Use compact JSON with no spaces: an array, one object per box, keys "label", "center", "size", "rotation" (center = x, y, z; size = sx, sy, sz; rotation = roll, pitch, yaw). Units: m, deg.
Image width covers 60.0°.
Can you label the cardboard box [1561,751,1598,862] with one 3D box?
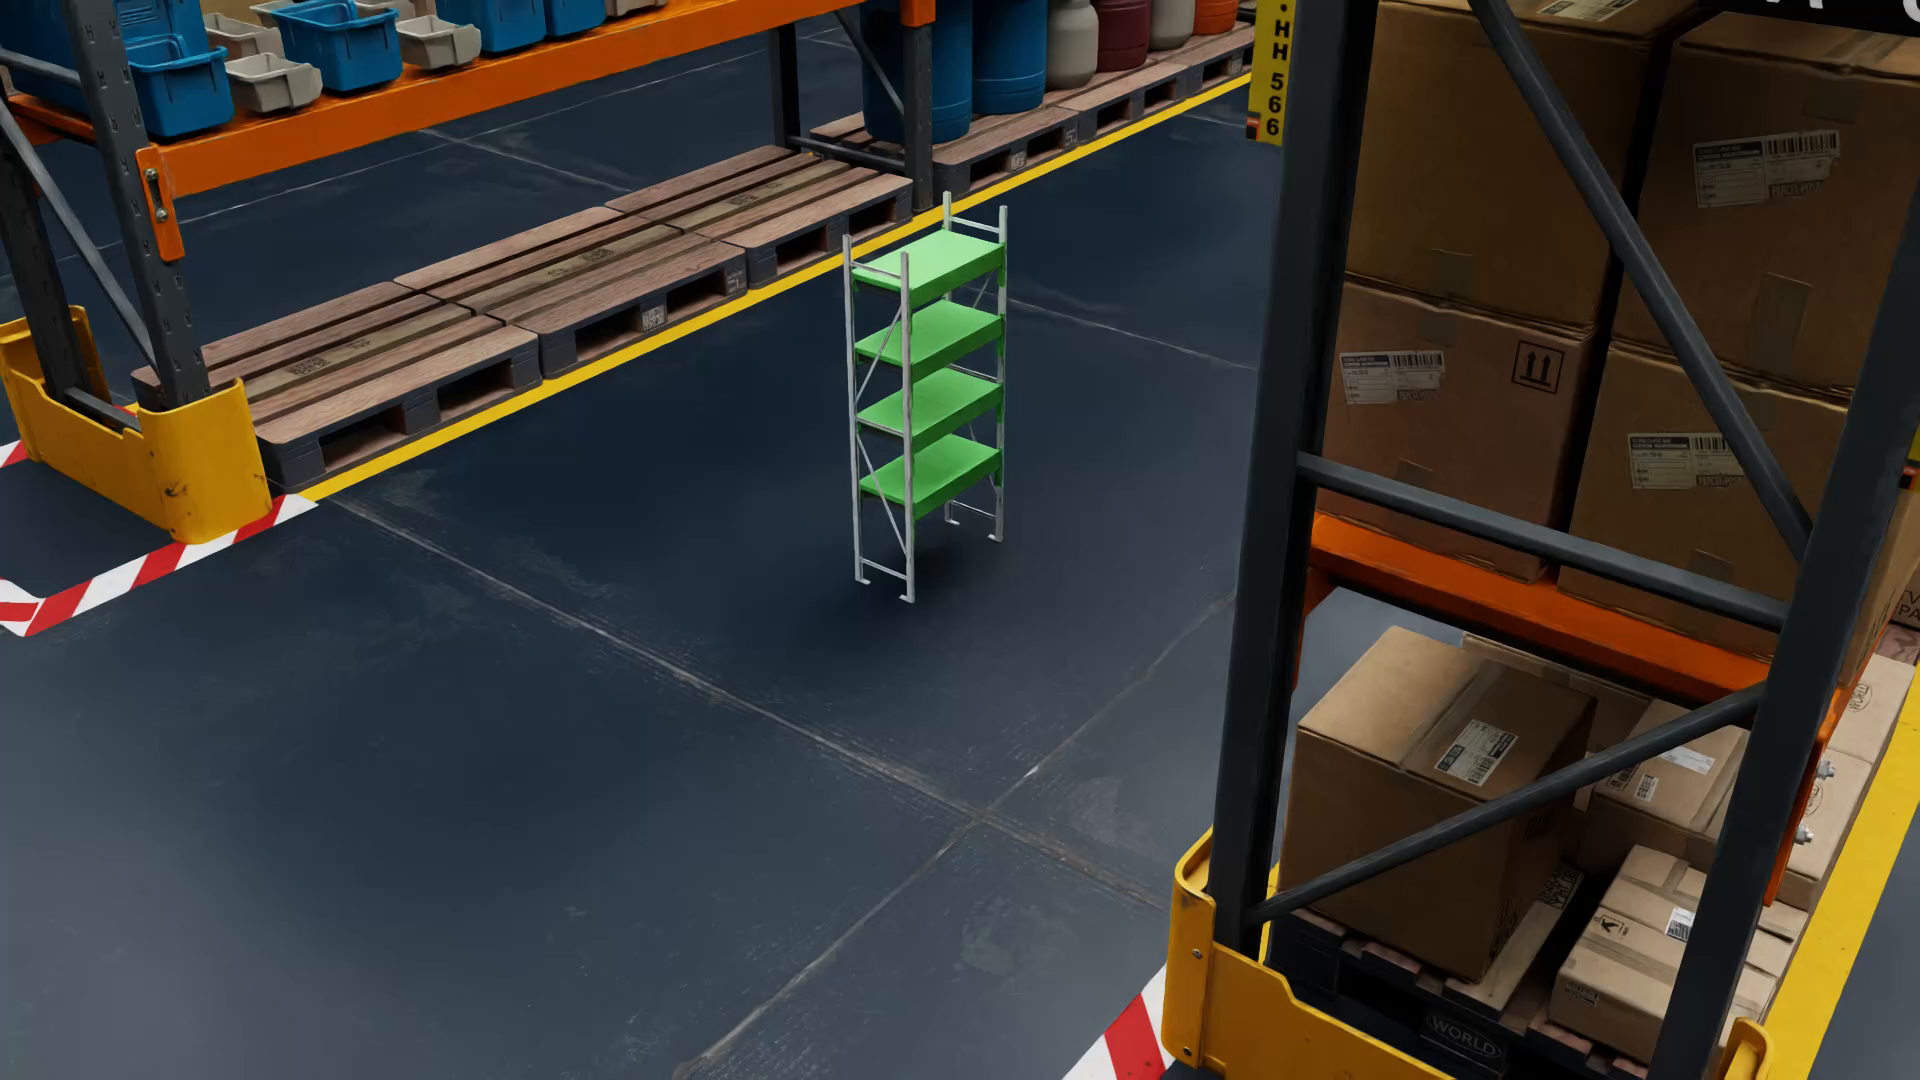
[{"label":"cardboard box","center":[1.406,0.599,4.144],"size":[0.380,0.166,0.250],"rotation":[21,37,31]}]

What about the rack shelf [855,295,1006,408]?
[{"label":"rack shelf","center":[-0.100,-0.600,5.241],"size":[0.258,0.148,0.480],"rotation":[21,37,31]}]

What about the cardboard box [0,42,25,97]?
[{"label":"cardboard box","center":[-6.066,-2.968,9.489],"size":[0.875,0.875,0.875],"rotation":[21,37,31]}]

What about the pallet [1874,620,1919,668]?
[{"label":"pallet","center":[2.221,0.354,4.946],"size":[1.003,0.211,1.213],"rotation":[21,37,31]}]

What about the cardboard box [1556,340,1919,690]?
[{"label":"cardboard box","center":[1.436,-0.139,2.944],"size":[0.500,0.500,0.500],"rotation":[22,37,32]}]

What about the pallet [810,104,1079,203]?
[{"label":"pallet","center":[-0.075,-2.250,9.339],"size":[1.003,0.211,1.213],"rotation":[21,37,31]}]

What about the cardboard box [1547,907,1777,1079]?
[{"label":"cardboard box","center":[1.485,0.976,3.526],"size":[0.380,0.149,0.250],"rotation":[21,37,31]}]

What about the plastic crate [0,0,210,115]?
[{"label":"plastic crate","center":[-2.936,-1.757,5.680],"size":[0.616,0.435,0.499],"rotation":[21,37,31]}]

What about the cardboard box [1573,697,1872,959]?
[{"label":"cardboard box","center":[1.814,0.660,3.960],"size":[0.500,0.250,0.500],"rotation":[21,37,31]}]

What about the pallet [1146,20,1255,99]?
[{"label":"pallet","center":[1.398,-3.242,11.013],"size":[1.003,0.211,1.213],"rotation":[21,37,31]}]

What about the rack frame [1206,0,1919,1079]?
[{"label":"rack frame","center":[0.958,0.003,2.802],"size":[1.000,3.000,0.127],"rotation":[21,37,31]}]

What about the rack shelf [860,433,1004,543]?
[{"label":"rack shelf","center":[-0.100,-0.187,5.486],"size":[0.258,0.148,0.480],"rotation":[21,37,31]}]

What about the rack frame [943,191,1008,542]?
[{"label":"rack frame","center":[0.047,-0.548,5.498],"size":[0.240,1.200,0.015],"rotation":[21,37,31]}]

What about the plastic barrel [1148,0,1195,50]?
[{"label":"plastic barrel","center":[1.289,-3.424,10.613],"size":[0.421,0.512,0.421],"rotation":[0,31,0]}]

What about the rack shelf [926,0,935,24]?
[{"label":"rack shelf","center":[0.633,-3.652,9.676],"size":[1.077,0.370,4.000],"rotation":[21,37,31]}]

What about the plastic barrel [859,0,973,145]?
[{"label":"plastic barrel","center":[-0.232,-2.642,8.913],"size":[0.600,0.901,0.708],"rotation":[21,37,31]}]

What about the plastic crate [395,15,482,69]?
[{"label":"plastic crate","center":[-1.908,-1.815,6.070],"size":[0.250,0.136,0.298],"rotation":[21,37,31]}]

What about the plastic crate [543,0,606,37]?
[{"label":"plastic crate","center":[-1.601,-2.133,6.512],"size":[0.416,0.233,0.300],"rotation":[21,37,31]}]

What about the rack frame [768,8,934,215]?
[{"label":"rack frame","center":[-0.574,-3.149,8.121],"size":[1.000,3.000,0.127],"rotation":[21,37,31]}]

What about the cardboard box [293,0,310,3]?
[{"label":"cardboard box","center":[-4.153,-4.206,11.577],"size":[1.225,0.875,0.875],"rotation":[21,37,31]}]

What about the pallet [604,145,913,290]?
[{"label":"pallet","center":[-0.987,-1.638,8.307],"size":[1.003,0.211,1.213],"rotation":[21,37,31]}]

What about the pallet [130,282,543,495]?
[{"label":"pallet","center":[-2.460,-0.646,6.634],"size":[1.003,0.211,1.213],"rotation":[21,37,31]}]

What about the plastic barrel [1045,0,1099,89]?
[{"label":"plastic barrel","center":[0.607,-2.965,9.839],"size":[0.421,0.512,0.421],"rotation":[0,31,0]}]

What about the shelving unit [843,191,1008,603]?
[{"label":"shelving unit","center":[-0.100,-0.449,5.331],"size":[0.258,1.200,0.503],"rotation":[21,37,31]}]

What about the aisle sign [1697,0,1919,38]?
[{"label":"aisle sign","center":[1.151,-0.997,1.940],"size":[0.394,0.787,0.004],"rotation":[21,37,31]}]

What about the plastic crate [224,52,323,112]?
[{"label":"plastic crate","center":[-2.318,-1.539,5.605],"size":[0.250,0.136,0.298],"rotation":[21,37,31]}]

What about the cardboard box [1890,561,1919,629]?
[{"label":"cardboard box","center":[2.802,-0.031,5.067],"size":[0.500,0.311,0.500],"rotation":[21,37,31]}]

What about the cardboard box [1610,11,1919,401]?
[{"label":"cardboard box","center":[1.436,-0.569,2.689],"size":[0.500,0.500,0.500],"rotation":[22,37,33]}]

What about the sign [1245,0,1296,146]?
[{"label":"sign","center":[0.528,-0.810,2.729],"size":[0.100,0.325,0.005],"rotation":[21,37,31]}]

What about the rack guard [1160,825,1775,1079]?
[{"label":"rack guard","center":[1.004,1.048,3.492],"size":[1.175,0.500,0.348],"rotation":[21,37,31]}]

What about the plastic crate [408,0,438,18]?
[{"label":"plastic crate","center":[-2.142,-2.182,6.690],"size":[0.298,0.136,0.250],"rotation":[21,37,31]}]

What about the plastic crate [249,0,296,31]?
[{"label":"plastic crate","center":[-2.454,-1.936,6.274],"size":[0.396,0.136,0.243],"rotation":[21,37,31]}]
